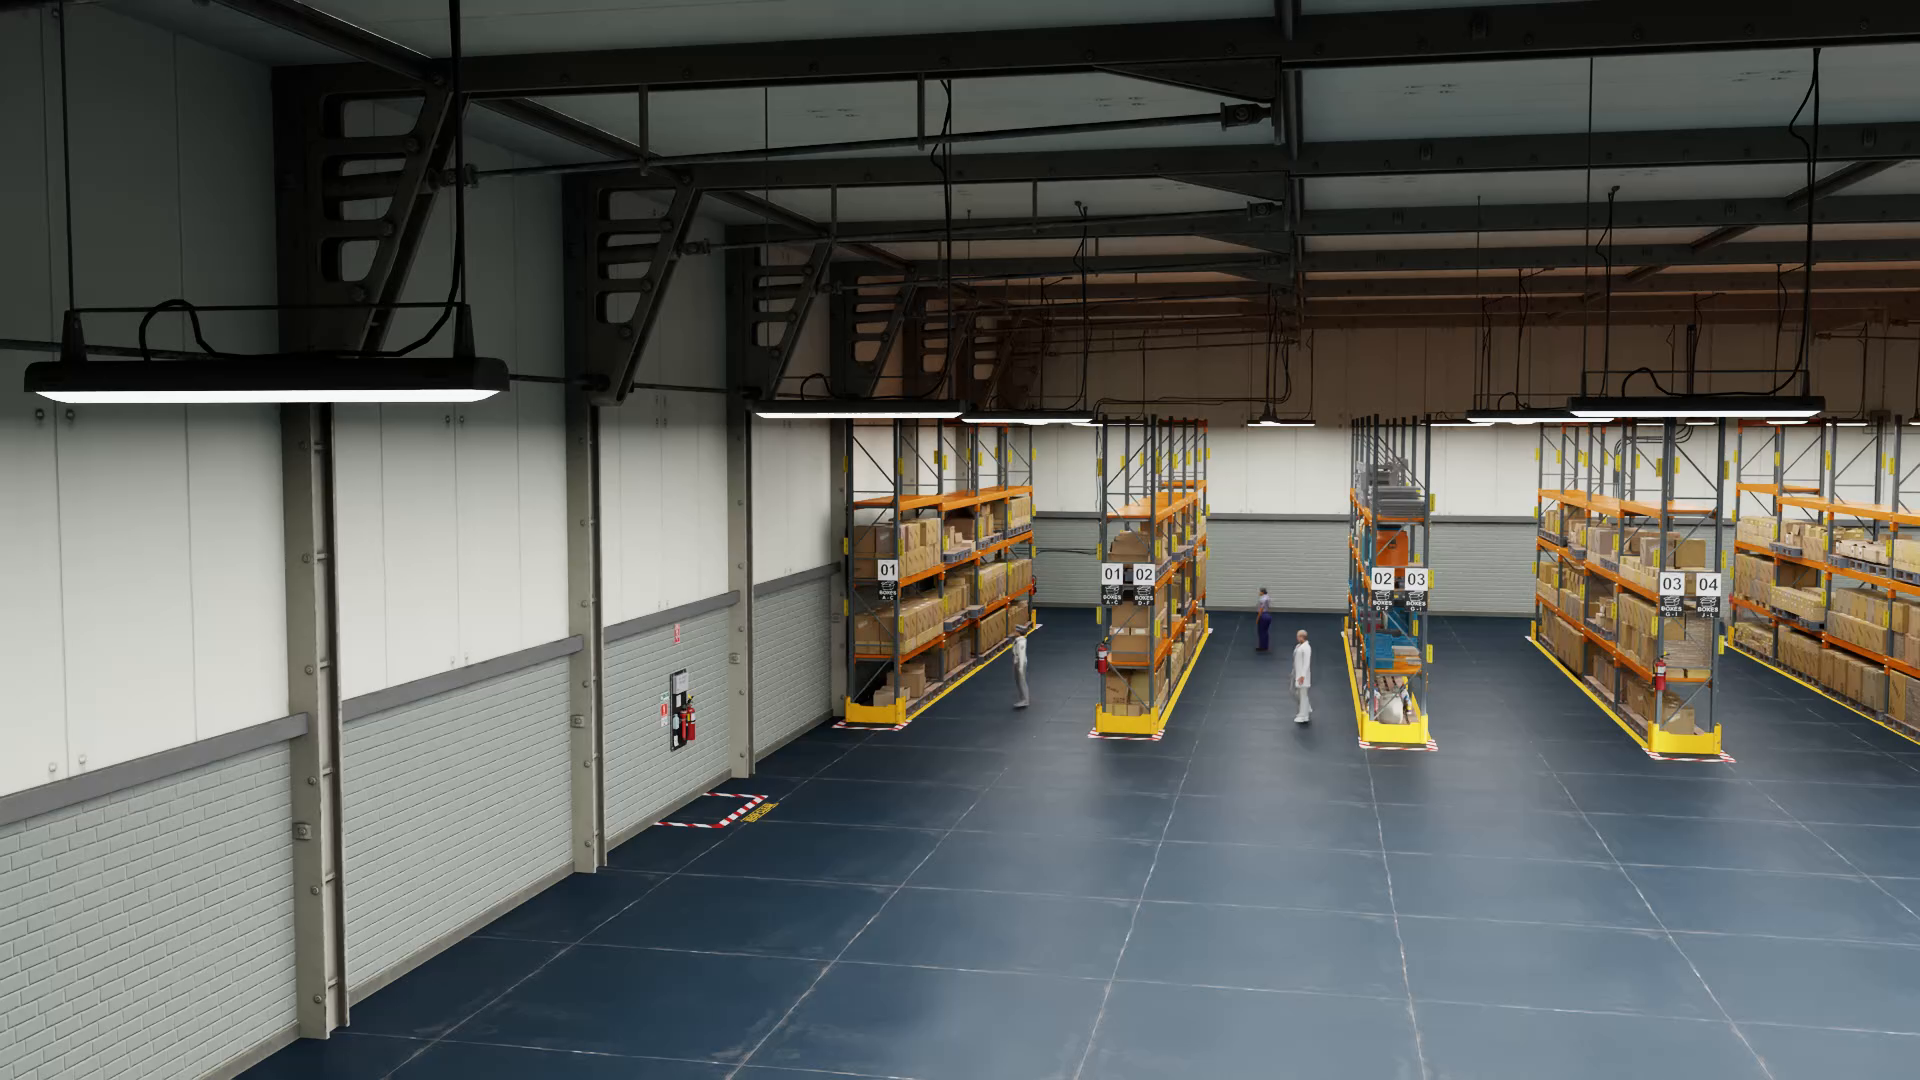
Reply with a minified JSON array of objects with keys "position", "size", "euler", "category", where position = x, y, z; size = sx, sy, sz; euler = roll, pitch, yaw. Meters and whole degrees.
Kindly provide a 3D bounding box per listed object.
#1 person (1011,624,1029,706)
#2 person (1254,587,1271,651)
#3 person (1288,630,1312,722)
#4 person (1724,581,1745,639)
[{"position":[1.234,2.603,34.385],"size":[0.378,1.719,0.575],"euler":[-1,4,-11],"category":"person"},{"position":[7.800,2.038,42.900],"size":[0.386,1.660,0.485],"euler":[2,4,26],"category":"person"},{"position":[6.726,2.656,32.642],"size":[0.497,1.792,0.656],"euler":[-1,4,-8],"category":"person"},{"position":[21.115,1.859,45.133],"size":[0.924,1.677,0.579],"euler":[0,4,-3],"category":"person"}]
